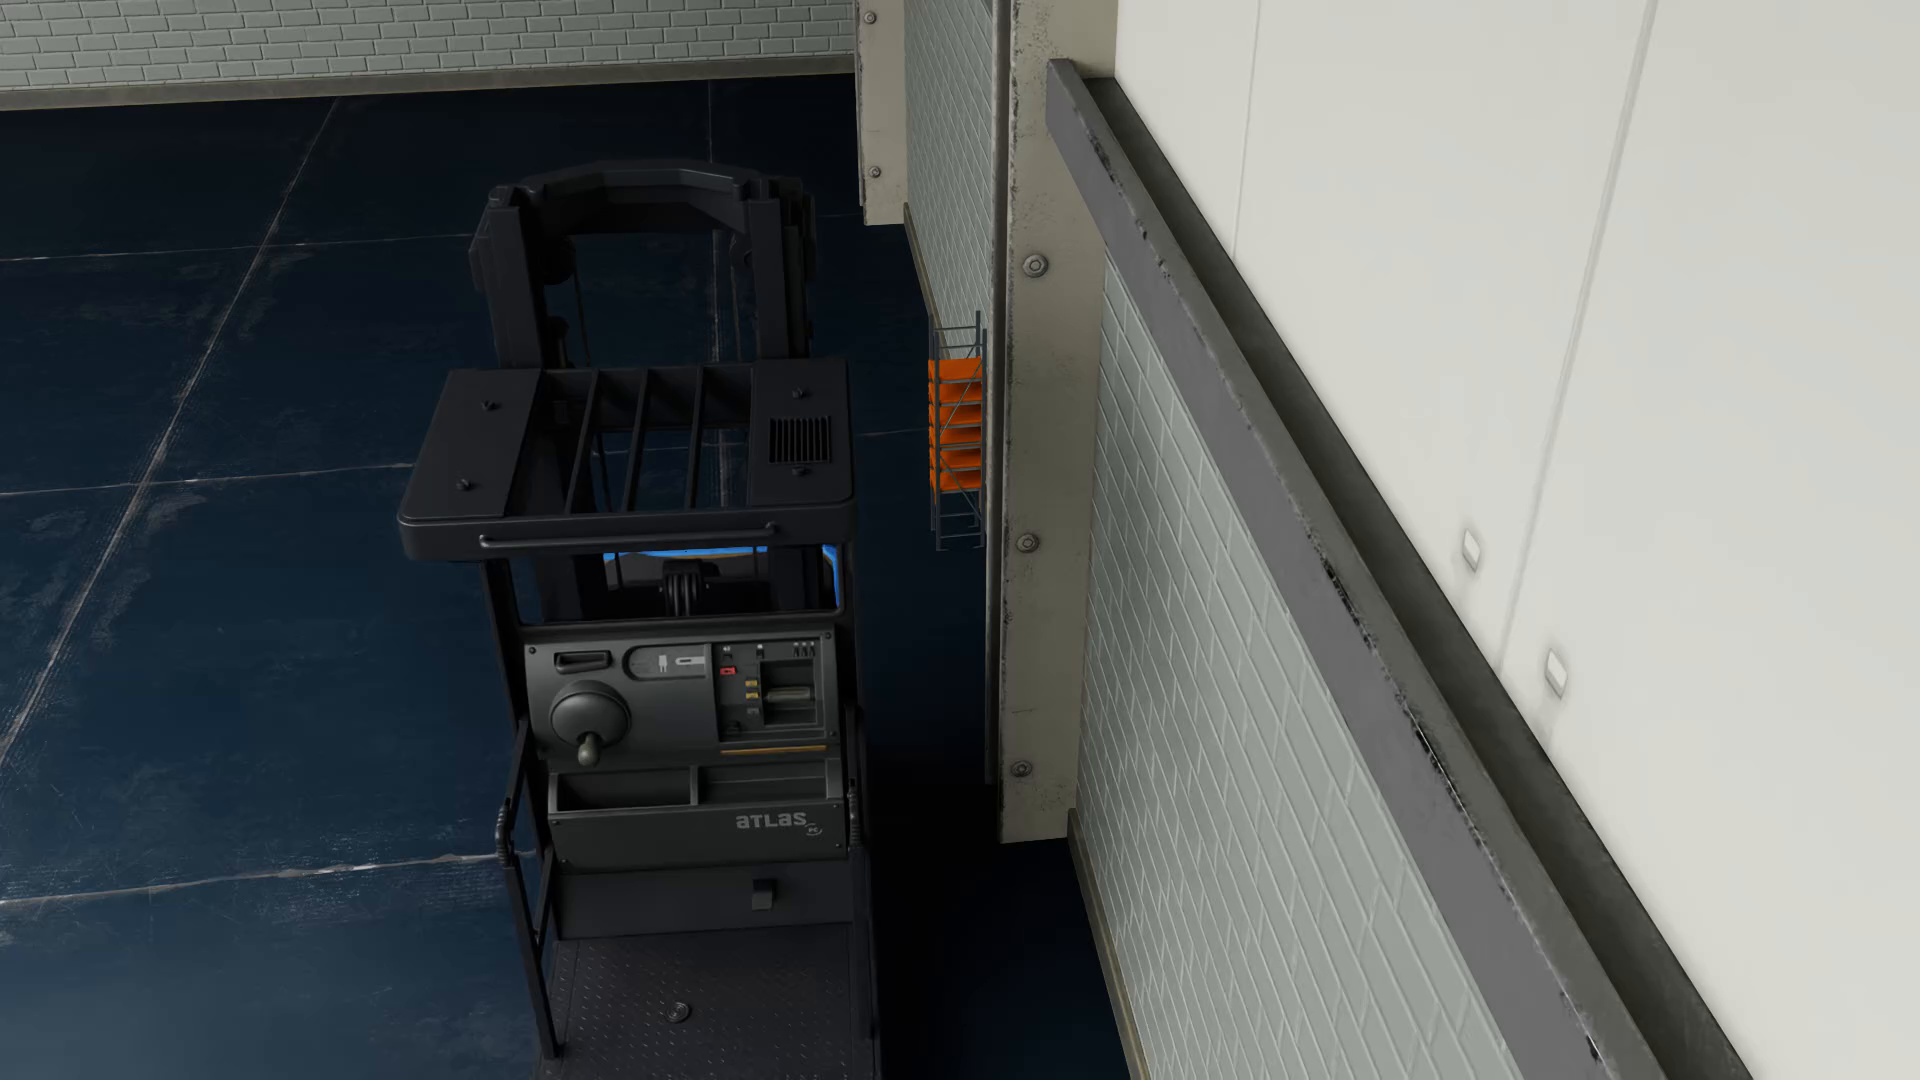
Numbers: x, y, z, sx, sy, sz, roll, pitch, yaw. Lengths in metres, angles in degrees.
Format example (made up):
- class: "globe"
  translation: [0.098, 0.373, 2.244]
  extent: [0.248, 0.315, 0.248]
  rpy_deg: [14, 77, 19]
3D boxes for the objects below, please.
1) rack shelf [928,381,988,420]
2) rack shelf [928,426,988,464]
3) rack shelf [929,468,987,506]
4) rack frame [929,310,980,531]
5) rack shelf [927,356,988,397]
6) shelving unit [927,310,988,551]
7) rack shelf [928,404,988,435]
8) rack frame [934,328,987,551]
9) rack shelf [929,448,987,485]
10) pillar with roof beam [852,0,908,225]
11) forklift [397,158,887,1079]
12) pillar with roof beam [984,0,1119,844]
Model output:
- class: "rack shelf"
  translation: [-0.011, -0.664, 7.811]
  extent: [0.258, 0.103, 0.180]
  rpy_deg: [-5, 35, -7]
- class: "rack shelf"
  translation: [-0.011, -0.465, 7.946]
  extent: [0.258, 0.103, 0.180]
  rpy_deg: [-5, 35, -7]
- class: "rack shelf"
  translation: [-0.011, -0.267, 8.081]
  extent: [0.258, 0.103, 0.180]
  rpy_deg: [-5, 35, -7]
- class: "rack frame"
  translation: [-0.025, -0.553, 7.996]
  extent: [0.240, 1.200, 0.006]
  rpy_deg: [-5, 35, -7]
- class: "rack shelf"
  translation: [-0.011, -0.763, 7.743]
  extent: [0.258, 0.103, 0.180]
  rpy_deg: [-5, 35, -7]
- class: "shelving unit"
  translation: [-0.011, -0.502, 7.921]
  extent: [0.258, 1.200, 0.189]
  rpy_deg: [-5, 35, -7]
- class: "rack shelf"
  translation: [-0.011, -0.564, 7.879]
  extent: [0.258, 0.103, 0.180]
  rpy_deg: [-5, 35, -7]
- class: "rack frame"
  translation: [0.003, -0.451, 7.846]
  extent: [0.240, 1.200, 0.006]
  rpy_deg: [-5, 35, -7]
- class: "rack shelf"
  translation: [-0.011, -0.366, 8.014]
  extent: [0.258, 0.103, 0.180]
  rpy_deg: [-5, 35, -7]
- class: "pillar with roof beam"
  translation: [-4.795, -5.675, 8.587]
  extent: [9.100, 9.000, 0.400]
  rpy_deg: [-4, 35, -6]
- class: "forklift"
  translation: [-0.819, 0.530, 4.869]
  extent: [1.130, 2.935, 3.031]
  rpy_deg: [-3, 34, -4]
- class: "pillar with roof beam"
  translation: [-3.988, -2.327, 3.674]
  extent: [9.100, 9.000, 0.400]
  rpy_deg: [-4, 35, -6]
